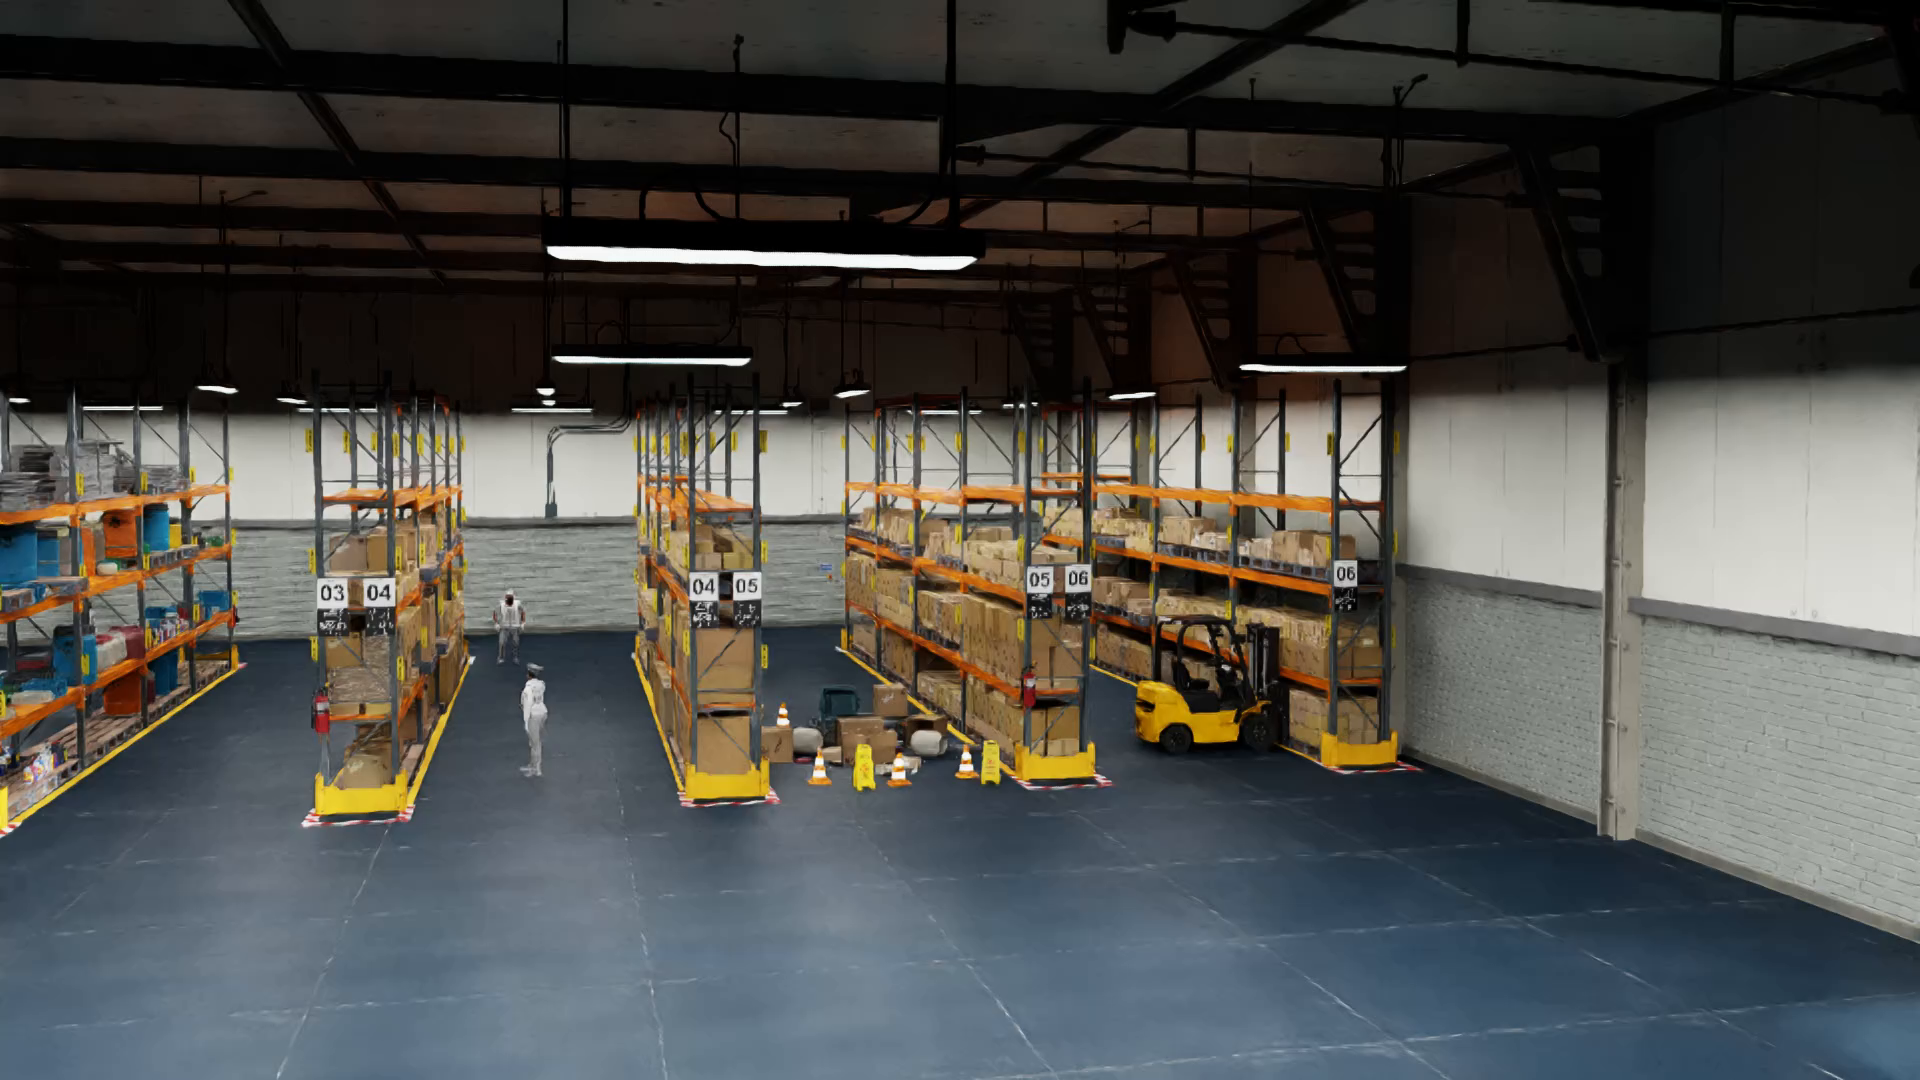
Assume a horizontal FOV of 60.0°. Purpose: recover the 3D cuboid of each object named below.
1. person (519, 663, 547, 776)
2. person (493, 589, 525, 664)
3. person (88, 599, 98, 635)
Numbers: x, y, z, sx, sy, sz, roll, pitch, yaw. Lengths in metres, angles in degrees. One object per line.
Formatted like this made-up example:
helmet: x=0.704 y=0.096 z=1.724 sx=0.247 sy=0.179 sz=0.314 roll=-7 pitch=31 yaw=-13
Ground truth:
person: x=-6.484 y=2.702 z=25.141 sx=0.463 sy=1.677 sz=0.524 roll=1 pitch=3 yaw=16
person: x=-10.219 y=1.966 z=37.728 sx=0.702 sy=1.735 sz=0.549 roll=-1 pitch=3 yaw=-15
person: x=-18.778 y=2.084 z=35.790 sx=0.489 sy=1.675 sz=0.657 roll=-1 pitch=3 yaw=-16
